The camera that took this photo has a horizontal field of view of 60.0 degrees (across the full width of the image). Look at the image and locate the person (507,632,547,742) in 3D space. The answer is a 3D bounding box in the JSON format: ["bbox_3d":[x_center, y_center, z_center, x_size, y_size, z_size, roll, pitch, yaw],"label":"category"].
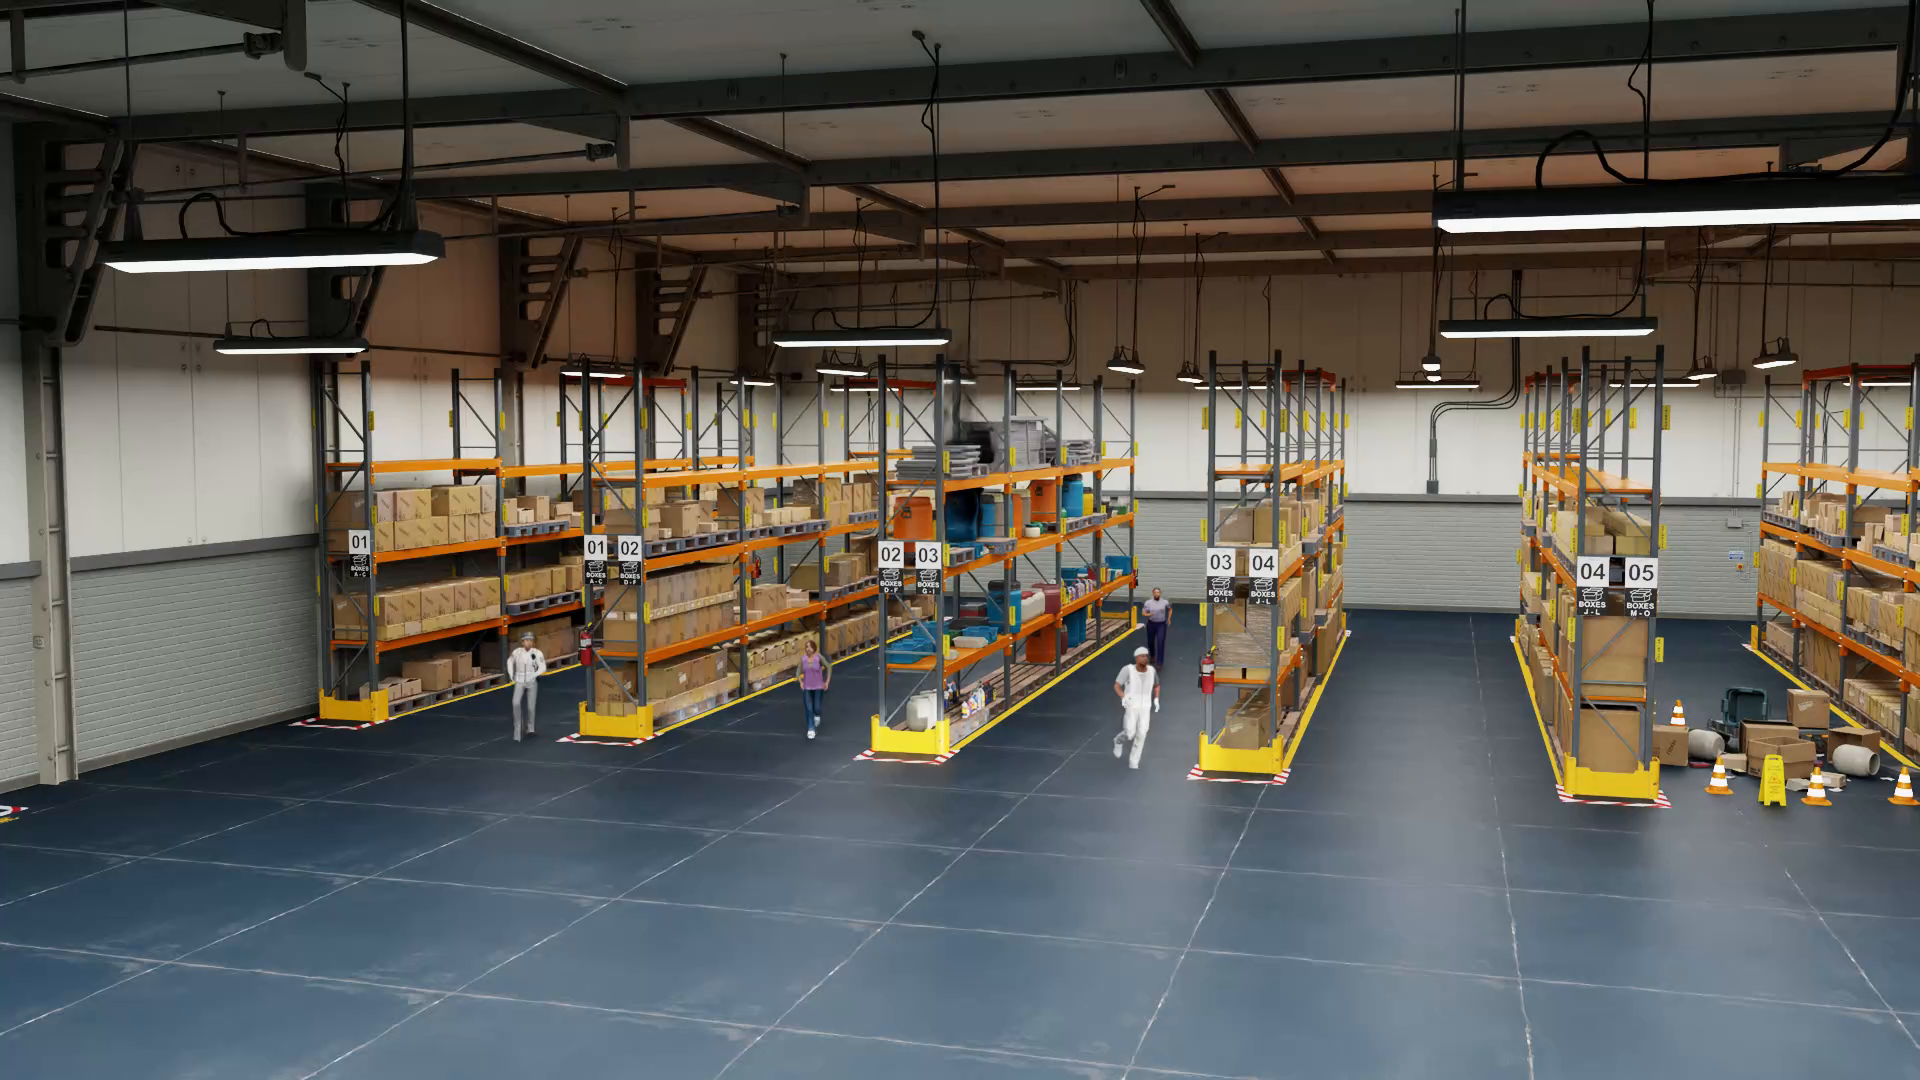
[{"bbox_3d":[-6.855,2.293,26.318,0.620,1.717,0.679,-1,4,-10],"label":"person"}]

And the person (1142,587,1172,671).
[{"bbox_3d":[3.971,1.768,33.559,0.607,1.632,0.941,1,4,10],"label":"person"}]

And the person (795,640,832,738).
[{"bbox_3d":[-2.319,2.356,26.291,0.565,1.565,0.606,0,4,5],"label":"person"}]

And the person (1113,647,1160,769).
[{"bbox_3d":[2.577,2.412,24.125,0.727,1.740,0.708,-1,4,-18],"label":"person"}]
